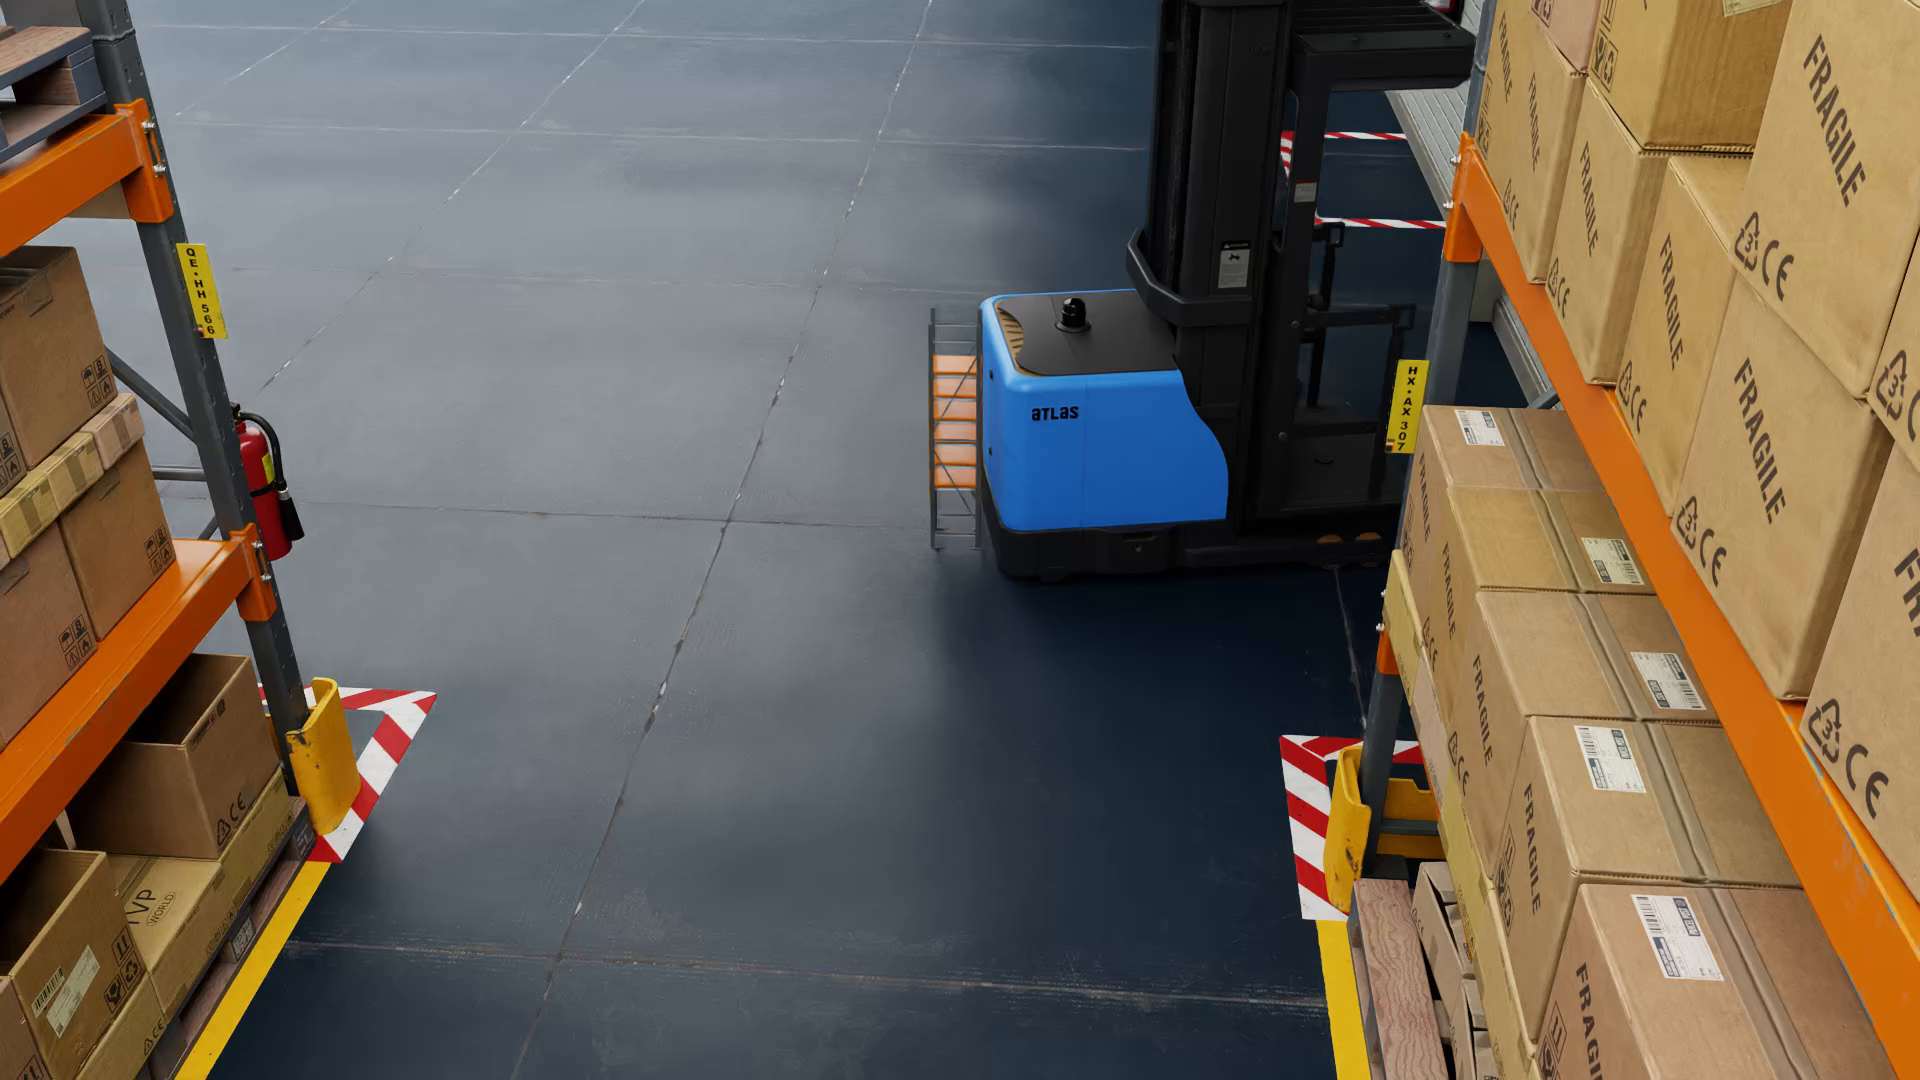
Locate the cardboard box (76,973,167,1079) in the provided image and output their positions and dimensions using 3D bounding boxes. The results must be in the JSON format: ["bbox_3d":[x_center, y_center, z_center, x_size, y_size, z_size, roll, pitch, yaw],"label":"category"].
[{"bbox_3d":[-2.802,1.572,5.061,0.500,0.250,0.500,2,32,4],"label":"cardboard box"}]

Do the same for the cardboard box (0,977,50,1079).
[{"bbox_3d":[-2.841,1.514,4.440,0.500,0.500,0.500,2,32,4],"label":"cardboard box"}]

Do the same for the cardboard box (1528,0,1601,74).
[{"bbox_3d":[1.588,-1.330,3.622,0.500,0.500,0.500,2,32,3],"label":"cardboard box"}]

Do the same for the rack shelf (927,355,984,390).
[{"bbox_3d":[-0.020,-0.784,7.776,0.258,0.103,0.180,1,32,2],"label":"rack shelf"}]

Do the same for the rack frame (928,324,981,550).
[{"bbox_3d":[-0.024,-0.467,7.863,0.240,1.200,0.006,1,32,2],"label":"rack frame"}]

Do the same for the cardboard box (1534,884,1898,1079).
[{"bbox_3d":[1.444,1.016,3.151,0.500,0.500,0.500,2,32,3],"label":"cardboard box"}]

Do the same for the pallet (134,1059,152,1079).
[{"bbox_3d":[-3.107,1.988,4.823,1.003,0.211,1.213,2,32,4],"label":"pallet"}]

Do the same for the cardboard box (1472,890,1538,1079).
[{"bbox_3d":[1.478,1.072,3.775,0.500,0.250,0.500,3,32,4],"label":"cardboard box"}]

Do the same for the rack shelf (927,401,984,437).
[{"bbox_3d":[-0.020,-0.579,7.901,0.258,0.103,0.180,1,32,2],"label":"rack shelf"}]

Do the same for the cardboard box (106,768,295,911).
[{"bbox_3d":[-2.734,1.048,5.911,0.500,0.250,0.500,2,32,4],"label":"cardboard box"}]

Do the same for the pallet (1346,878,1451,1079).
[{"bbox_3d":[1.845,1.623,5.415,1.003,0.211,1.213,2,32,4],"label":"pallet"}]

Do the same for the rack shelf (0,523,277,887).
[{"bbox_3d":[-3.148,1.115,4.267,1.077,0.370,4.000,2,32,4],"label":"rack shelf"}]

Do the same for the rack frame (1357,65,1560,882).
[{"bbox_3d":[1.953,-0.027,5.435,1.000,3.000,0.127,2,32,4],"label":"rack frame"}]

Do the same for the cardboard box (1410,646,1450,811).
[{"bbox_3d":[1.569,0.542,4.635,0.500,0.250,0.500,2,32,2],"label":"cardboard box"}]

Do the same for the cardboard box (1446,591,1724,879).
[{"bbox_3d":[1.516,0.474,4.031,0.500,0.500,0.500,1,32,2],"label":"cardboard box"}]

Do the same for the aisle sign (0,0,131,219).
[{"bbox_3d":[-2.687,-1.365,5.129,0.394,0.787,0.004,2,32,4],"label":"aisle sign"}]

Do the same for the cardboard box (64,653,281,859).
[{"bbox_3d":[-2.732,0.729,5.714,0.500,0.500,0.500,2,32,4],"label":"cardboard box"}]

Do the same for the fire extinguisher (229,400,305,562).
[{"bbox_3d":[-2.512,-0.246,5.864,0.296,0.674,0.183,2,32,4],"label":"fire extinguisher"}]

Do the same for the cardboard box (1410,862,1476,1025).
[{"bbox_3d":[1.807,1.288,5.444,0.500,0.311,0.500,-1,32,-2],"label":"cardboard box"}]

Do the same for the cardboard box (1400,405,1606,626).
[{"bbox_3d":[1.614,-0.054,4.888,0.500,0.500,0.500,2,32,4],"label":"cardboard box"}]

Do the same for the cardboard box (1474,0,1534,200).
[{"bbox_3d":[1.676,-1.191,4.350,0.500,0.500,0.500,3,32,5],"label":"cardboard box"}]

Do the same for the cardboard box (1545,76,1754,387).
[{"bbox_3d":[1.559,-0.640,3.456,0.500,0.500,0.500,4,32,6],"label":"cardboard box"}]

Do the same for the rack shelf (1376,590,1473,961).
[{"bbox_3d":[1.790,1.325,3.927,1.077,0.370,4.000,2,32,4],"label":"rack shelf"}]

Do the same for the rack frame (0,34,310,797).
[{"bbox_3d":[-2.985,-0.237,5.775,1.000,3.000,0.127,2,32,4],"label":"rack frame"}]

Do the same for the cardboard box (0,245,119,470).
[{"bbox_3d":[-3.040,-0.560,4.968,0.700,0.500,0.500,3,32,4],"label":"cardboard box"}]

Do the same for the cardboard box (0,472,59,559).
[{"bbox_3d":[-2.867,-0.077,4.802,0.380,0.149,0.250,2,32,3],"label":"cardboard box"}]

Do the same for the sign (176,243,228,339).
[{"bbox_3d":[-2.445,-0.800,5.360,0.100,0.325,0.005,2,32,4],"label":"sign"}]

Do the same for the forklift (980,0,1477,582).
[{"bbox_3d":[1.637,-1.378,7.692,3.031,2.935,1.130,-4,32,-6],"label":"forklift"}]

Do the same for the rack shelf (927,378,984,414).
[{"bbox_3d":[-0.020,-0.681,7.839,0.258,0.103,0.180,1,32,2],"label":"rack shelf"}]

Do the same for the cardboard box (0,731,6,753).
[{"bbox_3d":[-3.120,0.498,4.487,0.700,0.500,0.500,3,32,4],"label":"cardboard box"}]

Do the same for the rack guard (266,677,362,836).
[{"bbox_3d":[-2.983,0.815,6.451,1.175,0.500,0.348,2,32,4],"label":"rack guard"}]

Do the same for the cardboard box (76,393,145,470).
[{"bbox_3d":[-2.826,-0.348,5.241,0.380,0.149,0.250,2,32,3],"label":"cardboard box"}]

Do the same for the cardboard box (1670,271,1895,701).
[{"bbox_3d":[1.483,-0.093,2.569,0.500,0.500,0.500,1,32,2],"label":"cardboard box"}]

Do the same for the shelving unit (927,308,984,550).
[{"bbox_3d":[-0.020,-0.515,7.941,0.258,1.200,0.189,1,32,2],"label":"shelving unit"}]

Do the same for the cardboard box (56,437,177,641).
[{"bbox_3d":[-3.035,-0.036,5.354,0.700,0.500,0.500,2,32,4],"label":"cardboard box"}]

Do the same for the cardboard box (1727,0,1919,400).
[{"bbox_3d":[1.464,-0.523,2.314,0.500,0.500,0.500,1,32,2],"label":"cardboard box"}]
